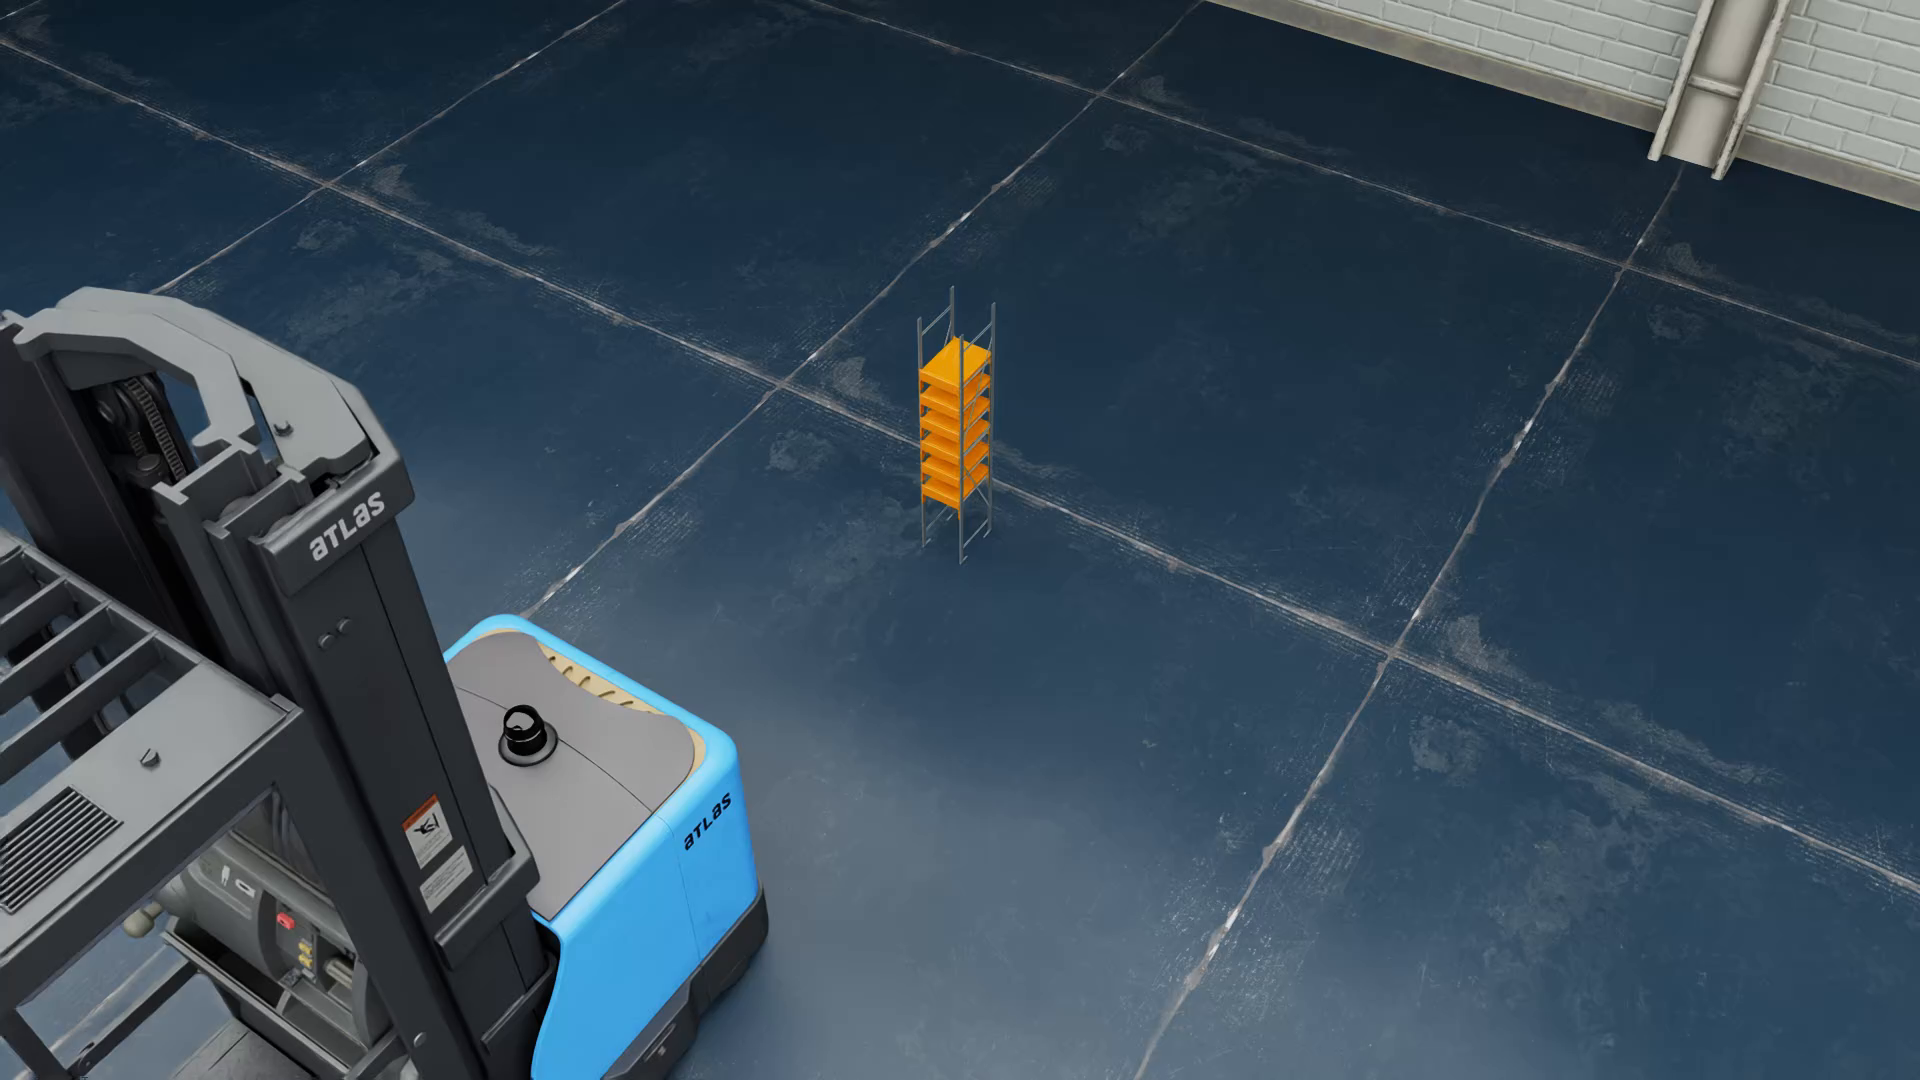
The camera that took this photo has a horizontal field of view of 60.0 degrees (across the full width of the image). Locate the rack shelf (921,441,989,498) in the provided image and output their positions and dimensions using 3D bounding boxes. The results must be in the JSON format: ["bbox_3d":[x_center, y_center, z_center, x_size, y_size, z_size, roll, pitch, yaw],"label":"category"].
[{"bbox_3d":[-0.012,-0.309,6.665,0.180,0.103,0.258,25,51,22],"label":"rack shelf"}]

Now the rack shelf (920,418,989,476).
[{"bbox_3d":[-0.012,-0.393,6.579,0.180,0.103,0.258,25,51,22],"label":"rack shelf"}]

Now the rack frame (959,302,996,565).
[{"bbox_3d":[0.065,-0.388,6.513,0.006,1.200,0.240,25,51,22],"label":"rack frame"}]

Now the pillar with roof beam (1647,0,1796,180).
[{"bbox_3d":[1.632,-2.614,3.237,0.400,9.000,9.100,25,51,22],"label":"pillar with roof beam"}]

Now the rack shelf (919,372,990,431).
[{"bbox_3d":[-0.012,-0.560,6.407,0.180,0.103,0.258,25,51,22],"label":"rack shelf"}]

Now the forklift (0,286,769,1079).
[{"bbox_3d":[-1.877,1.009,3.947,1.130,2.935,3.031,25,51,23],"label":"forklift"}]

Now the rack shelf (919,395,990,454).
[{"bbox_3d":[-0.012,-0.476,6.493,0.180,0.103,0.258,25,51,22],"label":"rack shelf"}]

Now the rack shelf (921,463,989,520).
[{"bbox_3d":[-0.012,-0.226,6.751,0.180,0.103,0.258,25,51,22],"label":"rack shelf"}]

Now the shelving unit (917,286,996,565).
[{"bbox_3d":[-0.012,-0.424,6.547,0.189,1.200,0.258,25,51,22],"label":"shelving unit"}]

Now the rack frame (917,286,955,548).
[{"bbox_3d":[-0.089,-0.459,6.581,0.006,1.200,0.240,25,51,22],"label":"rack frame"}]

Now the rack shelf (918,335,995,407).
[{"bbox_3d":[-0.012,-0.644,6.321,0.180,0.103,0.258,25,51,22],"label":"rack shelf"}]
